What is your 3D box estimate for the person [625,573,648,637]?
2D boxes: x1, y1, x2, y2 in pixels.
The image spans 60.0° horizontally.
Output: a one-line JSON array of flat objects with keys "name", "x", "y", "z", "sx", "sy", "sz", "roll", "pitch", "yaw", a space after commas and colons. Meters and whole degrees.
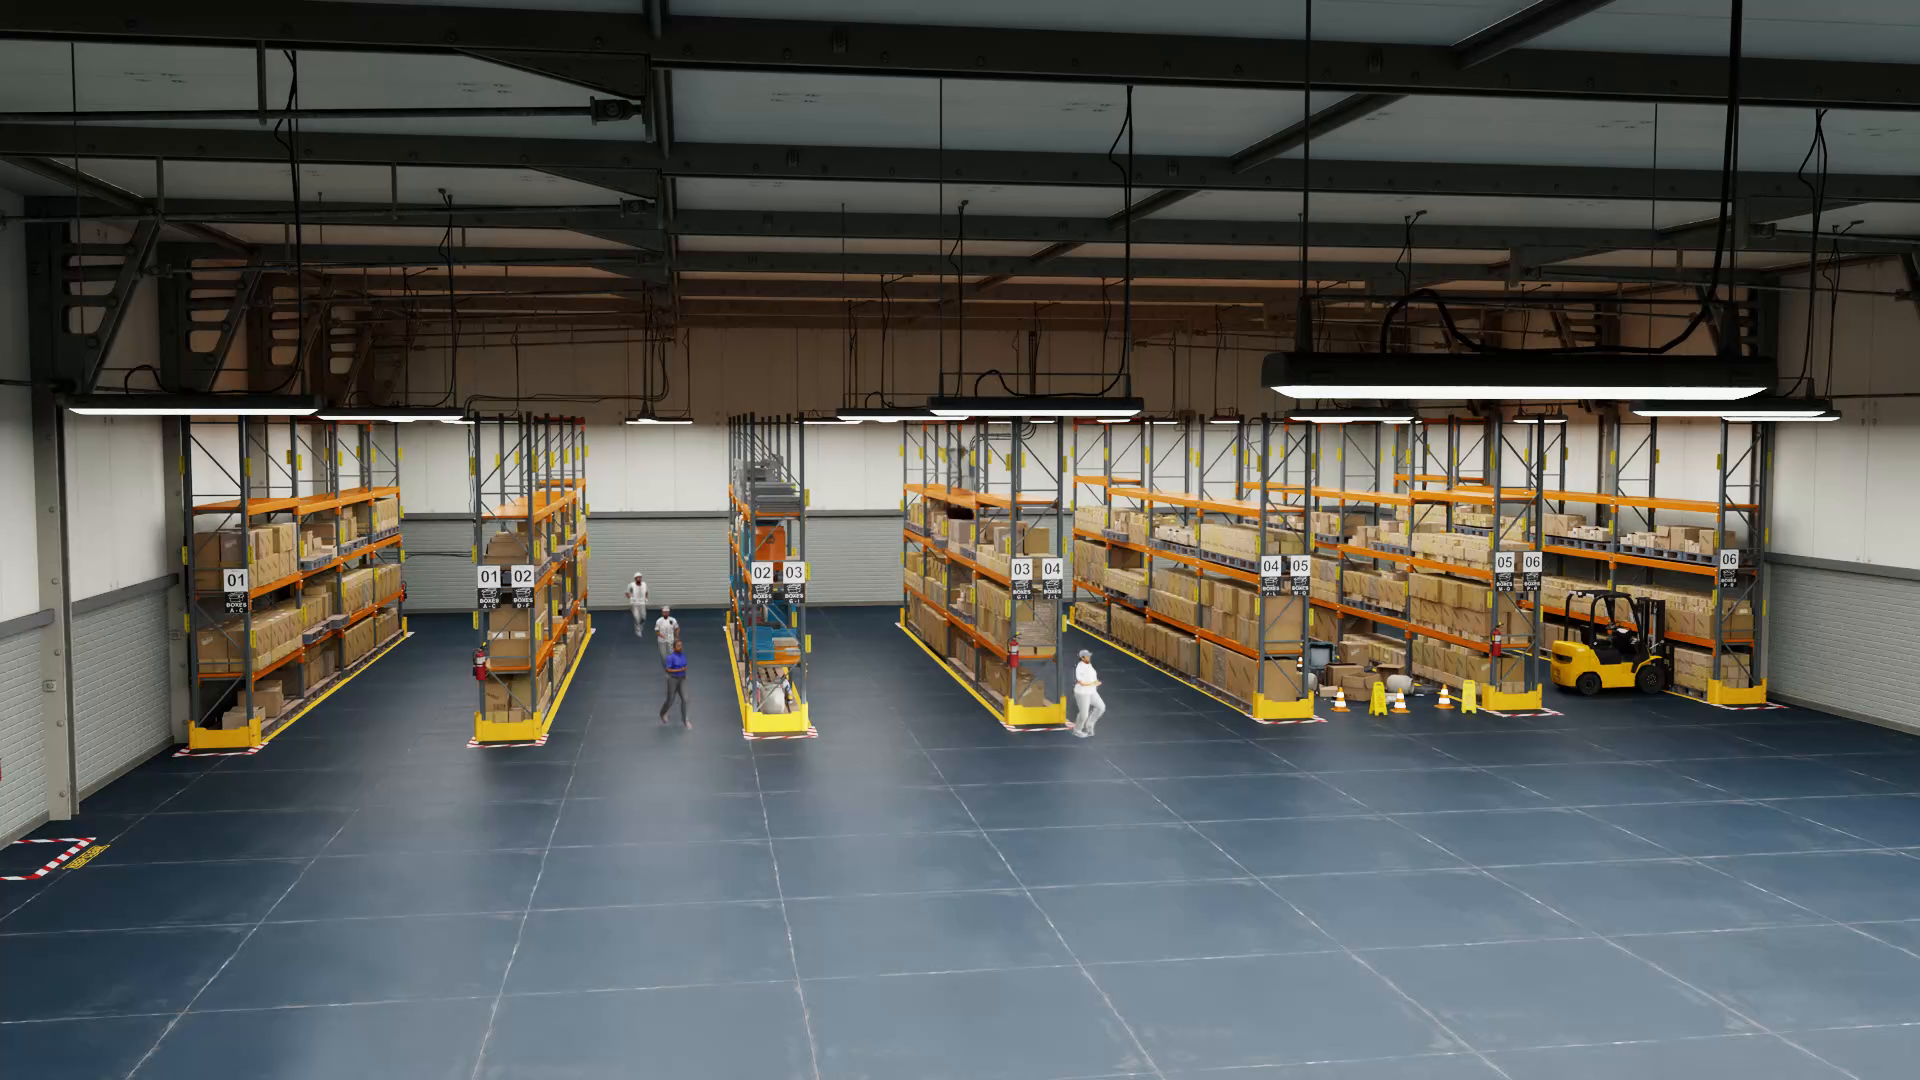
[{"name": "person", "x": -8.804, "y": 1.766, "z": 45.442, "sx": 0.665, "sy": 1.746, "sz": 0.632, "roll": -2, "pitch": 4, "yaw": -29}]

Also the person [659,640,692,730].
[{"name": "person", "x": -5.409, "y": 2.761, "z": 31.586, "sx": 0.529, "sy": 1.585, "sz": 0.929, "roll": -4, "pitch": 5, "yaw": -43}]

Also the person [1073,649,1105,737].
[{"name": "person", "x": 2.330, "y": 2.828, "z": 30.555, "sx": 0.596, "sy": 1.649, "sz": 0.601, "roll": 2, "pitch": 5, "yaw": 32}]

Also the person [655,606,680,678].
[{"name": "person", "x": -6.660, "y": 2.321, "z": 37.814, "sx": 0.561, "sy": 1.661, "sz": 0.562, "roll": -1, "pitch": 4, "yaw": -8}]
